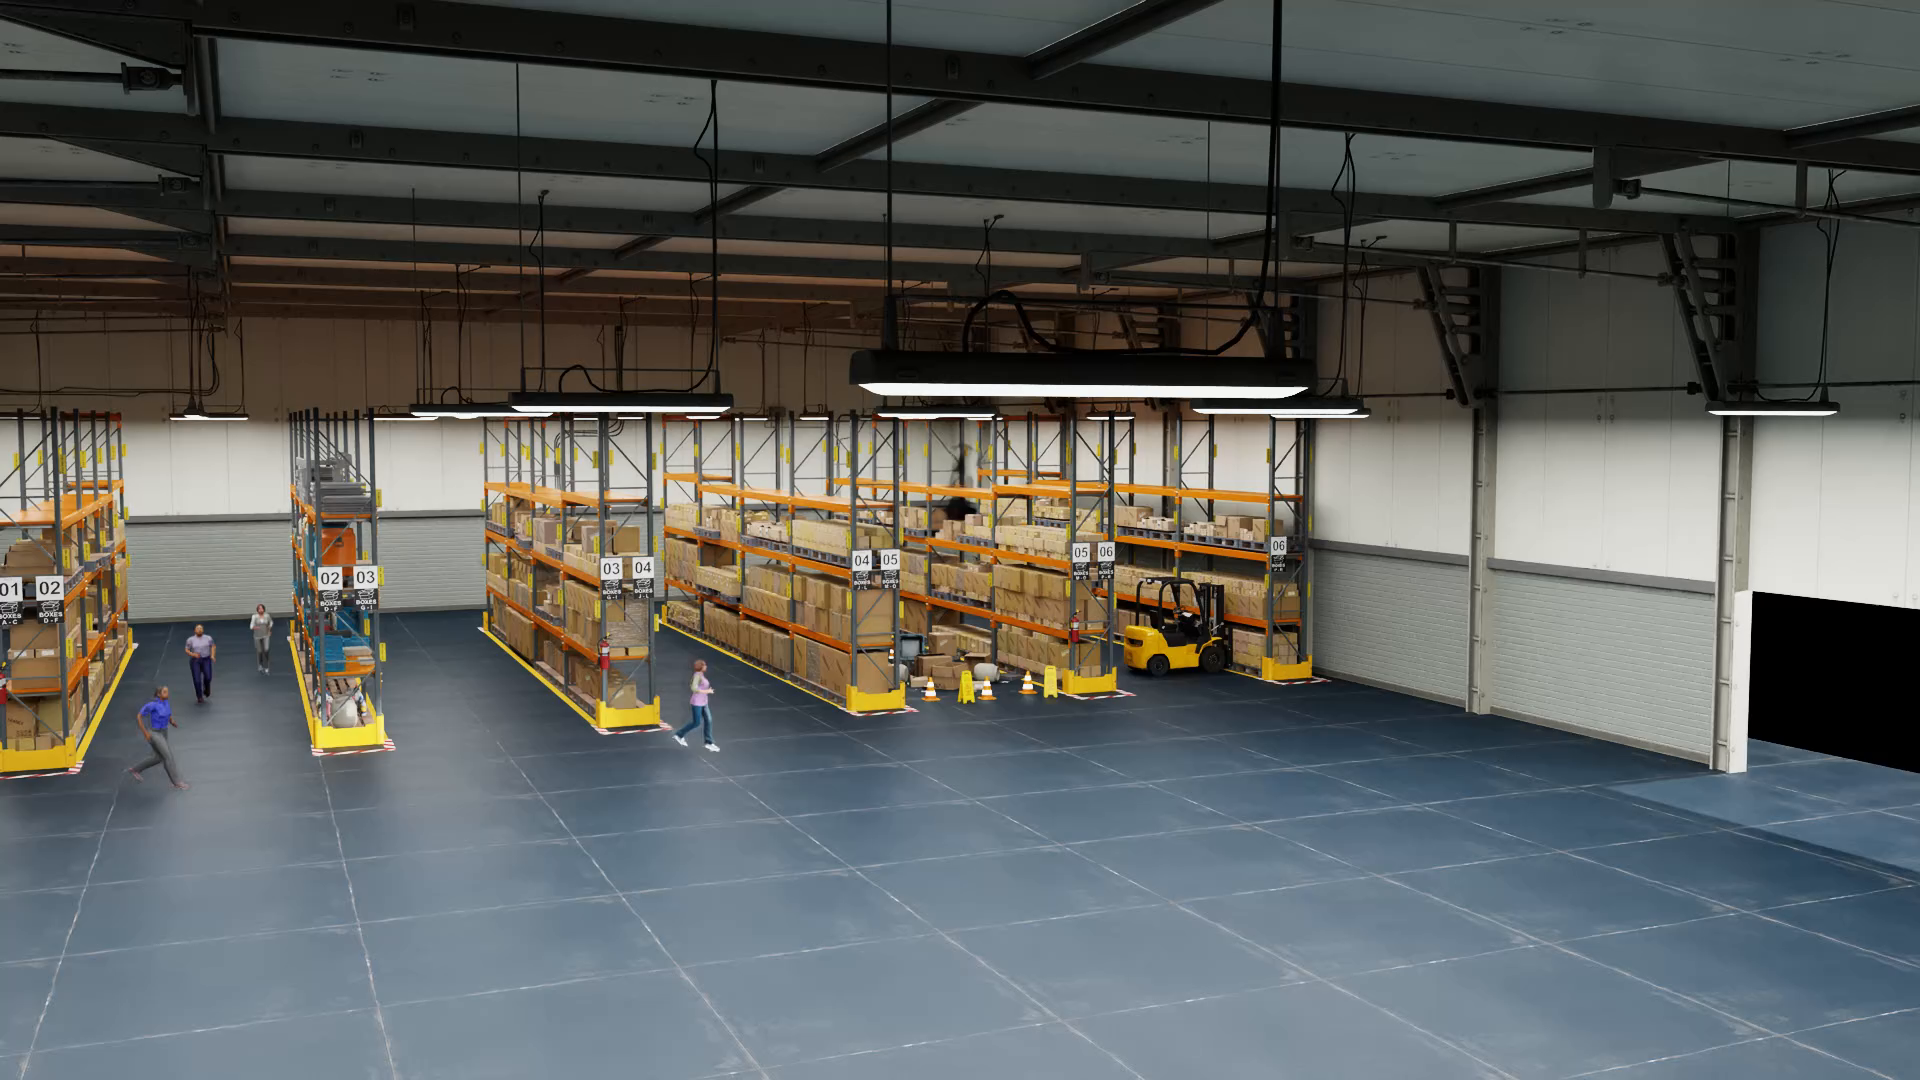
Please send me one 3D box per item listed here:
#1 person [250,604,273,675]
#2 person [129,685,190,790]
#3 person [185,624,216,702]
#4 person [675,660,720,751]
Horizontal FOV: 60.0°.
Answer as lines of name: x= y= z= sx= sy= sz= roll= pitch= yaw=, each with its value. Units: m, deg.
person: x=-15.956 y=2.313 z=38.007 sx=0.480 sy=1.536 sz=0.762 roll=-2 pitch=4 yaw=-23
person: x=-12.565 y=3.084 z=26.008 sx=0.974 sy=1.656 sz=0.600 roll=0 pitch=4 yaw=5
person: x=-15.593 y=2.530 z=34.179 sx=0.599 sy=1.608 sz=0.539 roll=-2 pitch=5 yaw=-30
person: x=-4.601 y=2.889 z=29.041 sx=0.819 sy=1.609 sz=0.526 roll=0 pitch=4 yaw=7
